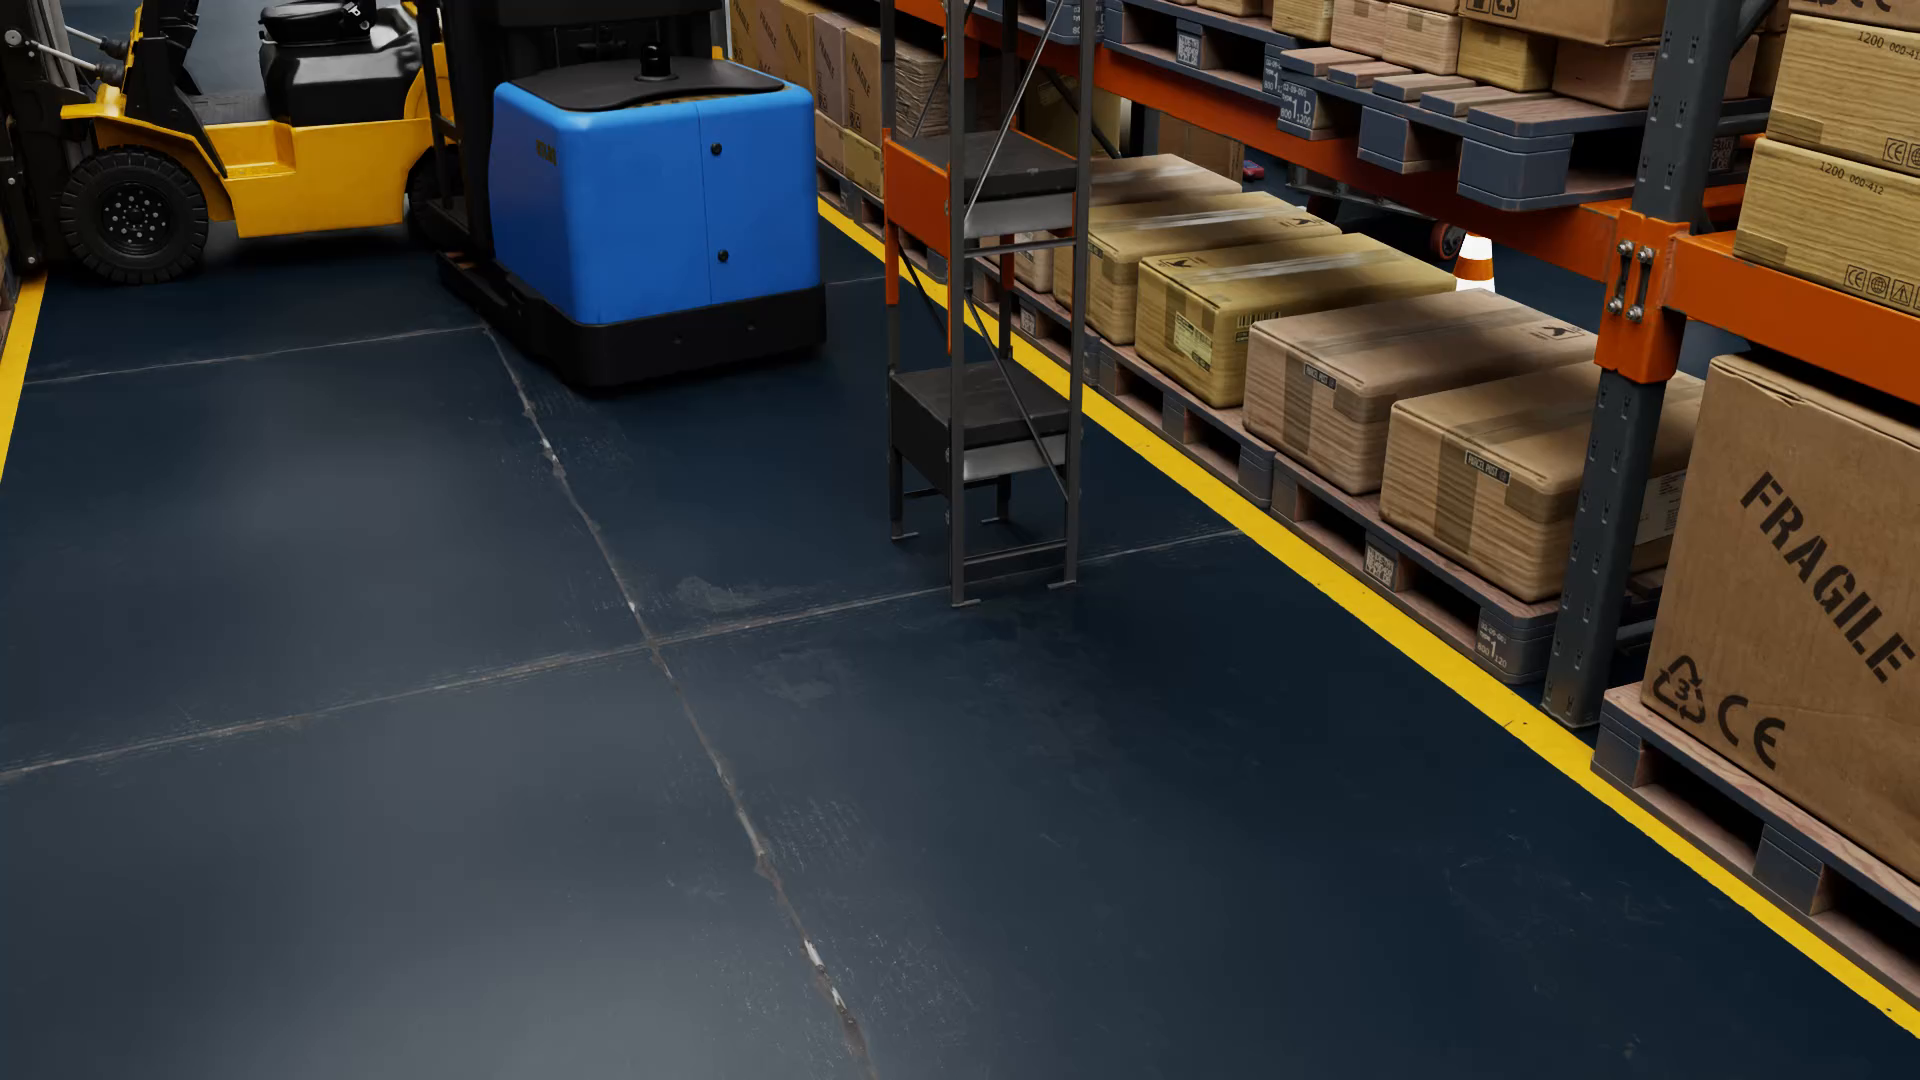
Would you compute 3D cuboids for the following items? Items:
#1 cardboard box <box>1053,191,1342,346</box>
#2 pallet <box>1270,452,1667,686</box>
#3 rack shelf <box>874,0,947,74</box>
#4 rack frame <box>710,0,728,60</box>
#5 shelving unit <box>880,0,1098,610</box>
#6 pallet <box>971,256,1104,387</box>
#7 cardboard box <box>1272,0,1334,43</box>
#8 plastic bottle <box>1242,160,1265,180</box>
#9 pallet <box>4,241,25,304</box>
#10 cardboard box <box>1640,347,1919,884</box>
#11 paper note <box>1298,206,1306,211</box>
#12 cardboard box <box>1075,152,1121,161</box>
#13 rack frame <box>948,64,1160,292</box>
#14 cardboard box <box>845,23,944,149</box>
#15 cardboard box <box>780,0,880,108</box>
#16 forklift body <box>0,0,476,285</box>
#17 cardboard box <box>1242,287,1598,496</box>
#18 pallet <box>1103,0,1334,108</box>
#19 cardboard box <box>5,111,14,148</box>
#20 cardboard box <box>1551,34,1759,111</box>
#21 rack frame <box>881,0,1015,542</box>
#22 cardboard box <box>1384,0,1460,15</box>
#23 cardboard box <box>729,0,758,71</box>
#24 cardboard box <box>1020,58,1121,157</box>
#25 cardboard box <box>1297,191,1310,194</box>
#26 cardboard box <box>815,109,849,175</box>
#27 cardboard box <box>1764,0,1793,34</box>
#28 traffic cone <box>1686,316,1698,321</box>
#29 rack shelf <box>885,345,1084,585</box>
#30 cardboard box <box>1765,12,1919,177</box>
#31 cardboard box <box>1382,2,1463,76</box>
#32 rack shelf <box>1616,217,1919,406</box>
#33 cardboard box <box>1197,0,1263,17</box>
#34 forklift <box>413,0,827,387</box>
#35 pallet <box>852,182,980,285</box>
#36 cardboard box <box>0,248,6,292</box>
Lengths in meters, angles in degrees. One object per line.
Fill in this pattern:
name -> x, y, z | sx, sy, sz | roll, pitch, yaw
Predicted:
cardboard box -> 0.923, -1.088, 6.576 | 0.950, 0.372, 0.625 | -9, 27, -17
pallet -> 1.692, -0.029, 5.069 | 1.003, 0.211, 1.213 | -11, 28, -21
rack shelf -> -0.353, -3.065, 8.929 | 1.077, 0.370, 4.000 | -11, 28, -21
rack frame -> -1.136, -4.196, 10.425 | 1.000, 3.000, 0.127 | -11, 28, -21
shelving unit -> 0.065, -0.877, 4.652 | 0.431, 2.100, 0.503 | -11, 28, -21
pallet -> 0.737, -1.014, 7.086 | 1.003, 0.211, 1.213 | -11, 28, -21
cardboard box -> 1.129, -1.536, 4.784 | 0.380, 0.149, 0.250 | -10, 28, -20
plastic bottle -> 1.651, -2.104, 9.489 | 0.133, 0.061, 0.283 | -6, 27, -12
pallet -> -4.890, -1.295, 7.662 | 1.003, 0.211, 1.213 | -11, 28, -21
cardboard box -> 2.191, 0.093, 3.584 | 0.875, 0.875, 0.875 | -11, 28, -21
paper note -> 1.793, -1.754, 8.808 | 0.148, 0.019, 0.142 | -11, 28, -21
cardboard box -> 0.448, -1.819, 8.212 | 0.500, 0.250, 0.500 | -12, 28, -23
rack frame -> 0.431, -2.581, 7.118 | 1.000, 3.000, 0.127 | -11, 28, -21
cardboard box -> -0.249, -2.269, 8.279 | 0.500, 0.500, 0.500 | -10, 28, -20
cardboard box -> -0.667, -2.689, 9.140 | 0.500, 0.500, 0.500 | -10, 28, -20
forklift body -> -3.280, -2.508, 7.936 | 2.313, 2.155, 1.214 | -11, 28, -21
cardboard box -> 1.489, -0.501, 5.373 | 0.950, 0.372, 0.625 | -11, 28, -22
pallet -> 1.184, -1.672, 5.475 | 1.003, 0.211, 1.213 | -11, 28, -21
cardboard box -> -4.815, -1.967, 7.946 | 0.500, 0.250, 0.500 | -11, 28, -22
cardboard box -> 1.652, -1.134, 3.962 | 0.380, 0.149, 0.250 | -10, 28, -19
rack frame -> -0.031, -0.975, 4.854 | 0.400, 2.100, 0.015 | -11, 28, -21
cardboard box -> 1.351, -1.676, 4.333 | 0.500, 0.500, 0.500 | -11, 28, -21
cardboard box -> -1.064, -3.103, 9.988 | 0.500, 0.500, 0.500 | -12, 28, -22
cardboard box -> 0.448, -2.156, 8.047 | 0.500, 0.500, 0.500 | -9, 27, -18
cardboard box -> 2.087, -2.050, 9.147 | 0.396, 0.266, 0.258 | 13, 29, 24
cardboard box -> -0.461, -2.146, 8.882 | 0.500, 0.250, 0.500 | -10, 28, -20
cardboard box -> 2.034, -1.555, 4.085 | 0.500, 0.500, 0.500 | -11, 28, -22
traffic cone -> 3.238, -1.236, 7.254 | 0.336, 0.463, 0.334 | -11, 28, -21
rack shelf -> 0.065, -0.235, 4.966 | 0.431, 0.518, 0.480 | -11, 28, -21
cardboard box -> 1.968, -0.877, 3.228 | 0.500, 0.250, 0.500 | -11, 28, -21
cardboard box -> 1.341, -1.324, 4.350 | 0.380, 0.149, 0.250 | -11, 28, -21
rack shelf -> 2.780, 0.164, 2.315 | 1.077, 0.370, 4.000 | -11, 28, -21
cardboard box -> 0.973, -1.746, 5.215 | 0.380, 0.149, 0.250 | -12, 28, -22
forklift -> -1.741, -2.499, 7.028 | 1.130, 2.935, 3.031 | -15, 30, -28
pallet -> 0.135, -1.593, 8.272 | 1.003, 0.211, 1.213 | -11, 28, -21
cardboard box -> -4.233, -1.134, 6.810 | 0.500, 0.250, 0.500 | -11, 28, -22
